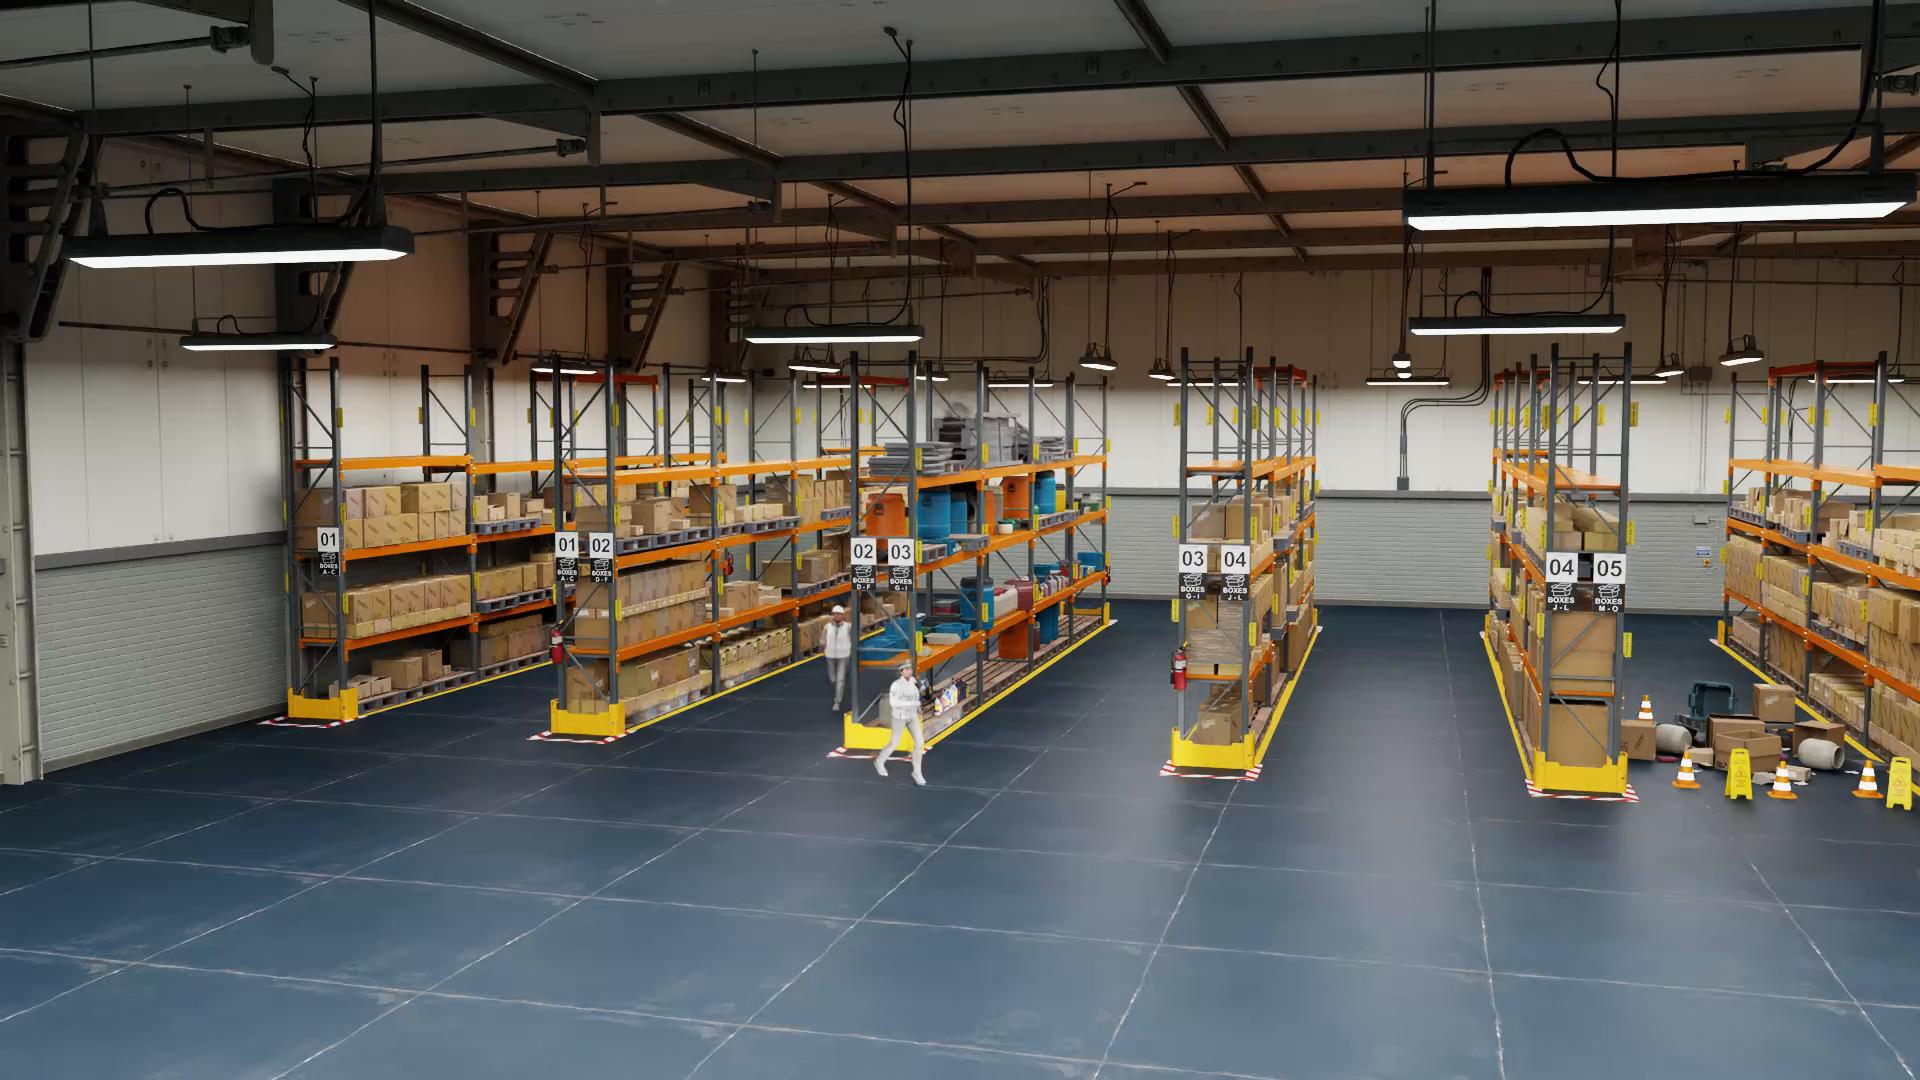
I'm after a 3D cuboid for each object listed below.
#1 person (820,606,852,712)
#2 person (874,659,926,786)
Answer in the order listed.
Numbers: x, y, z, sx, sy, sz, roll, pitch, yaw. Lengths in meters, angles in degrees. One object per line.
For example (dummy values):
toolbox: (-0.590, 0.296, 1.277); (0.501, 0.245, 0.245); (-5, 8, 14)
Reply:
person: (-2.094, 2.012, 28.638); (0.661, 1.769, 0.936); (1, 4, 9)
person: (-0.787, 2.481, 22.891); (0.623, 1.744, 0.882); (-4, 6, -40)
